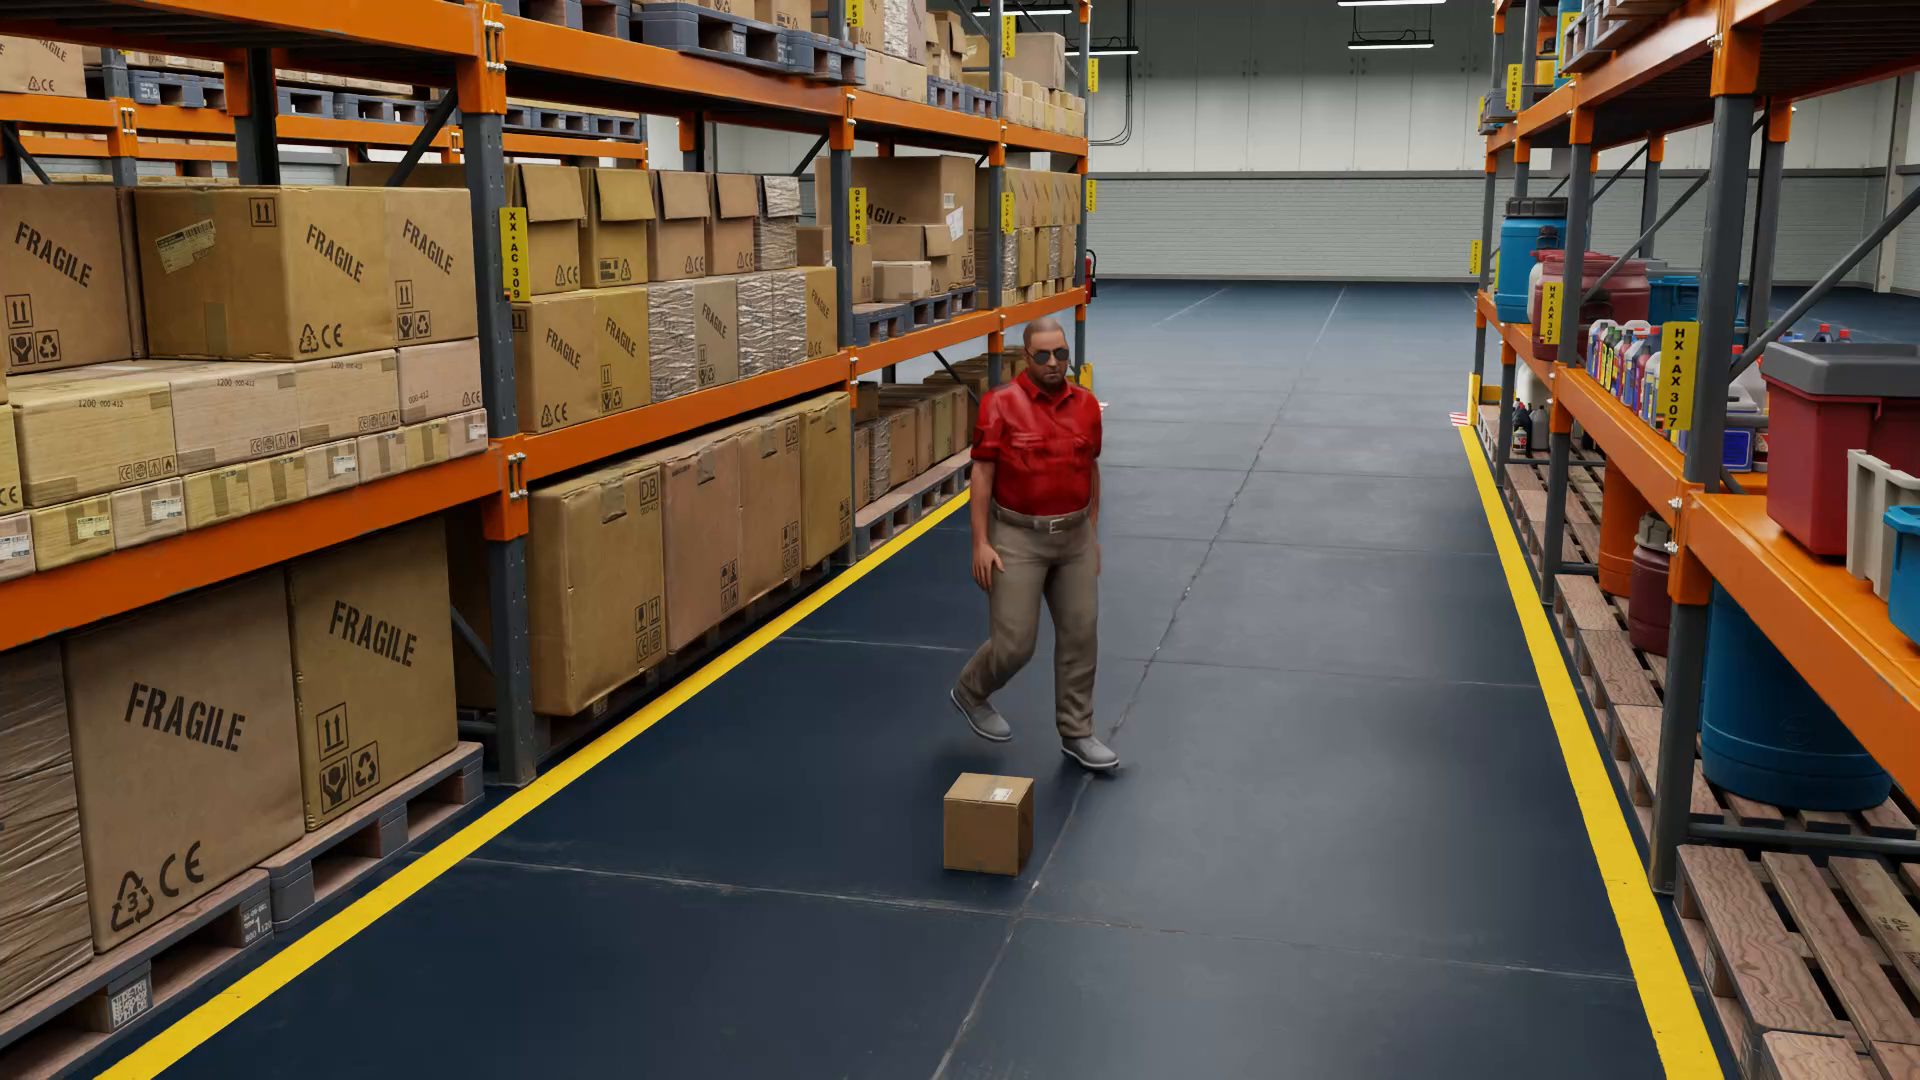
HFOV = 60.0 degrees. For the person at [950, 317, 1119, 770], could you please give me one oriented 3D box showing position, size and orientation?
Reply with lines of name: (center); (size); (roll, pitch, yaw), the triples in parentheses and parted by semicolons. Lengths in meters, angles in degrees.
person: (0.297, 0.007, 6.368); (0.585, 1.719, 0.609); (-5, 12, -24)
